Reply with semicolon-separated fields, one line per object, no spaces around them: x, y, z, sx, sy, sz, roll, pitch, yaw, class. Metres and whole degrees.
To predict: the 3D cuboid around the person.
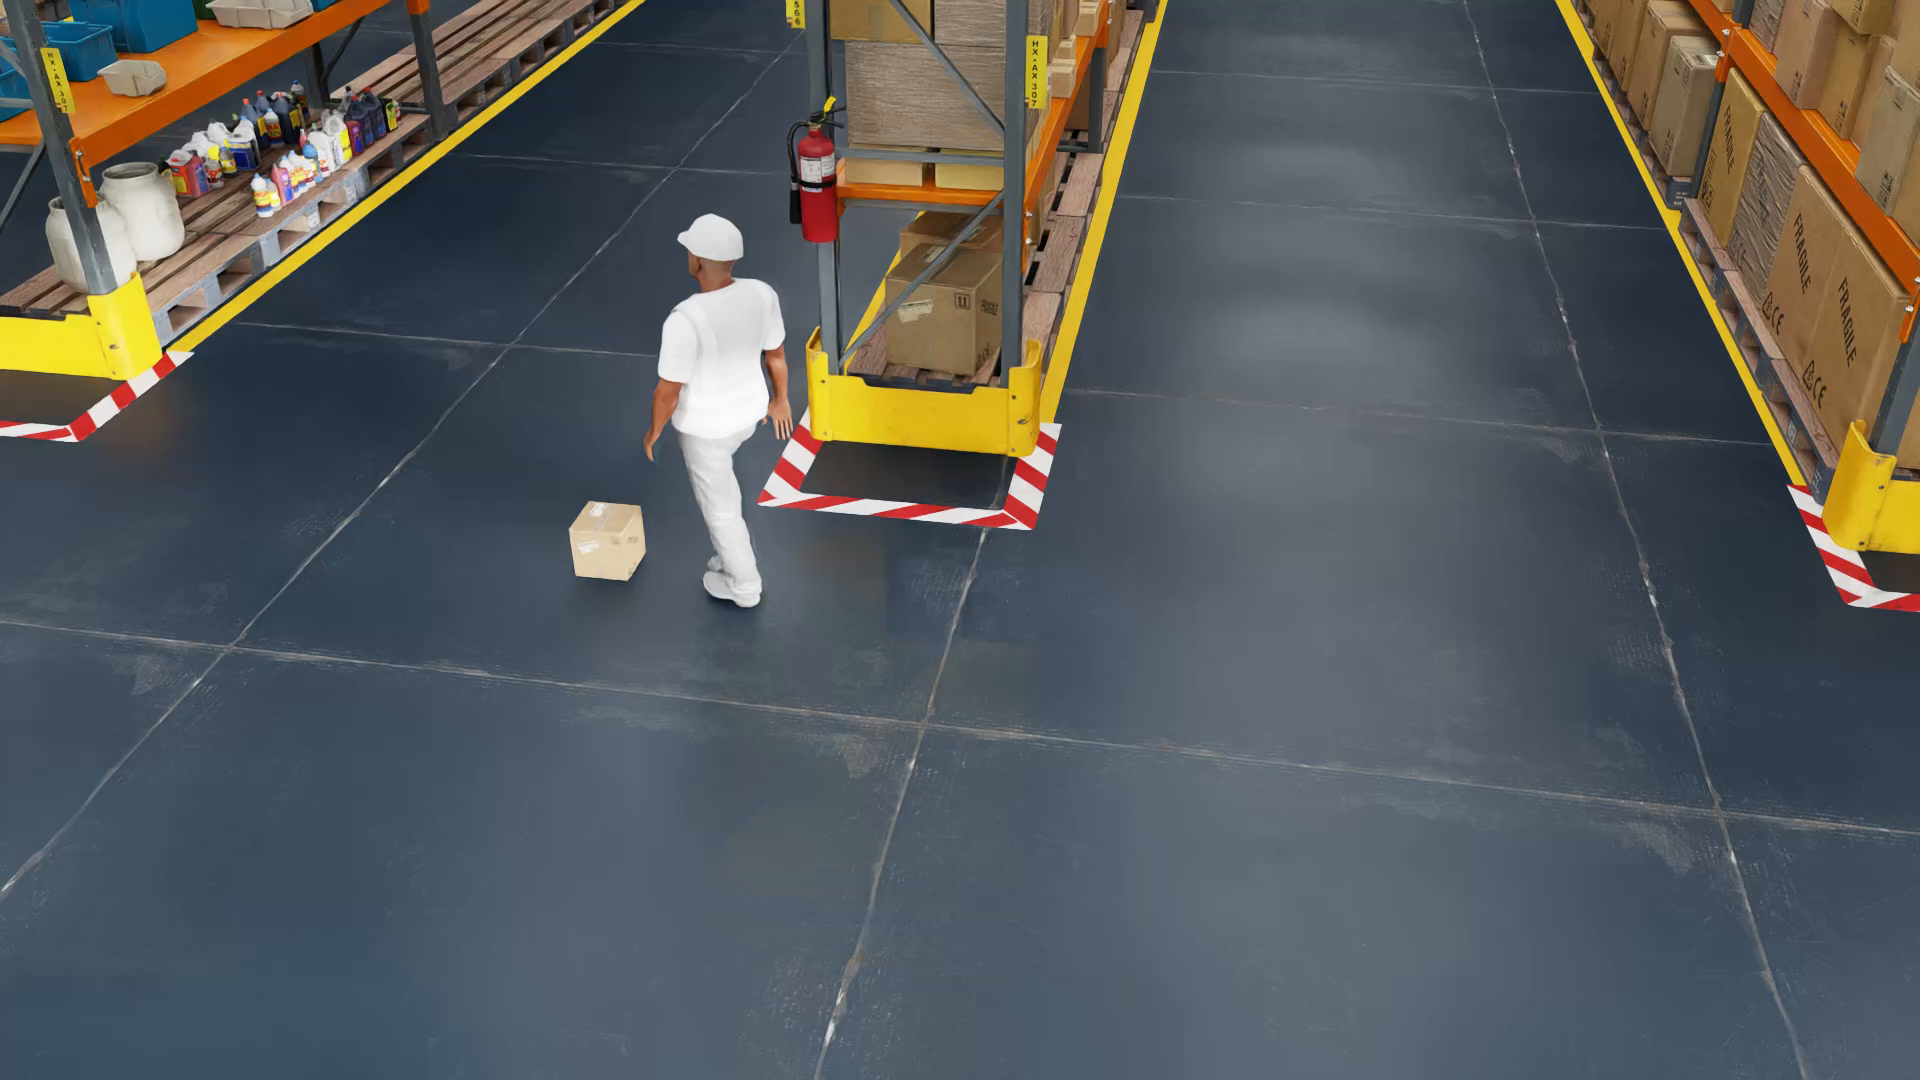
-1.121;-0.542;6.977;0.673;1.777;0.629;21;38;29;person
